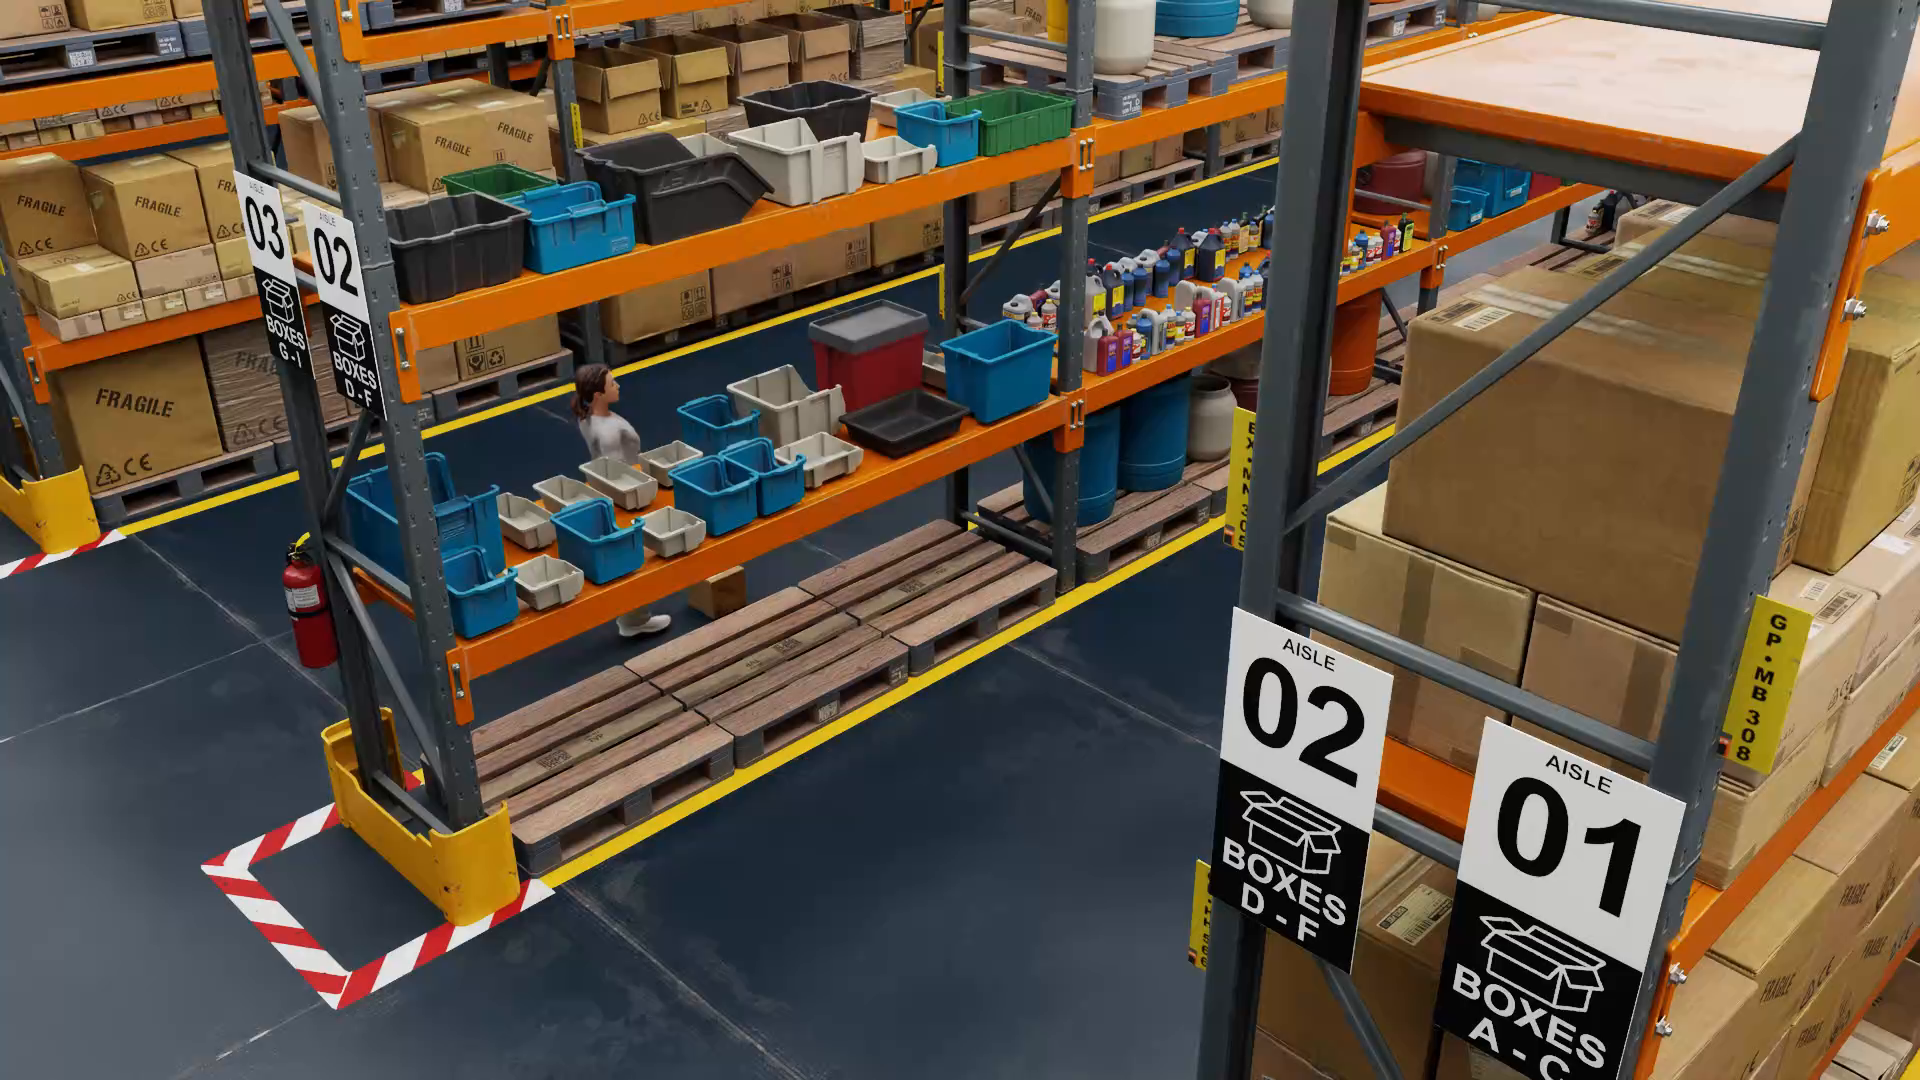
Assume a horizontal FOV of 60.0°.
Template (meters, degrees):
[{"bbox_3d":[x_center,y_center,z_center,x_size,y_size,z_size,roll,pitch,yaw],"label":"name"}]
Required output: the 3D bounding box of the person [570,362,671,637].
[{"bbox_3d":[-1.866,-0.223,9.287,0.500,1.661,0.472,-13,31,-23],"label":"person"}]
